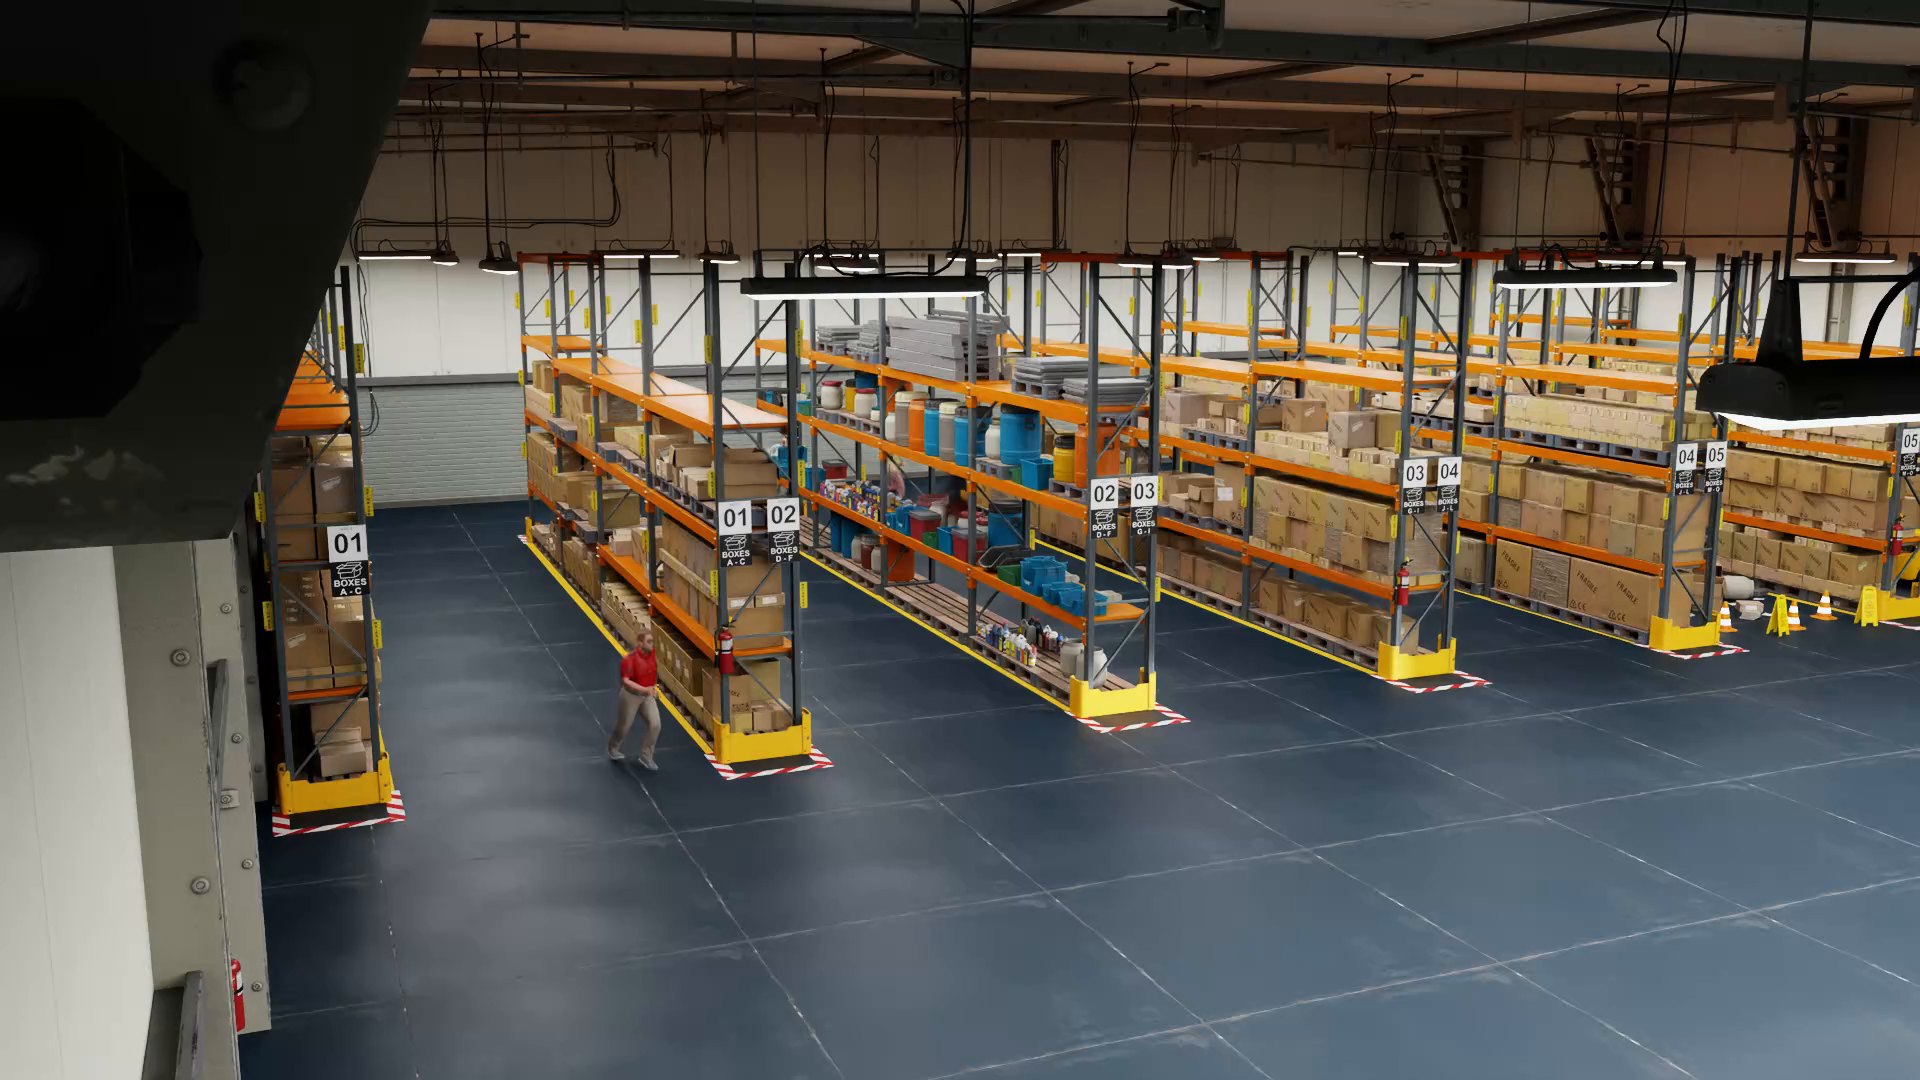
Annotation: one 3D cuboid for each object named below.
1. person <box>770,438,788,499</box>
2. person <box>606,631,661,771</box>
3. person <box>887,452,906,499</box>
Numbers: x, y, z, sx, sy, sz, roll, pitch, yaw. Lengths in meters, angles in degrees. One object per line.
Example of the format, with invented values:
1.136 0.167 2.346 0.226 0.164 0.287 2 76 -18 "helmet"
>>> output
-4.401 -1.524 38.831 1.068 1.743 0.760 -2 11 -10 "person"
-3.887 1.923 20.011 0.900 1.753 0.640 9 14 41 "person"
-1.557 -1.607 39.248 0.897 1.631 0.611 2 11 11 "person"
